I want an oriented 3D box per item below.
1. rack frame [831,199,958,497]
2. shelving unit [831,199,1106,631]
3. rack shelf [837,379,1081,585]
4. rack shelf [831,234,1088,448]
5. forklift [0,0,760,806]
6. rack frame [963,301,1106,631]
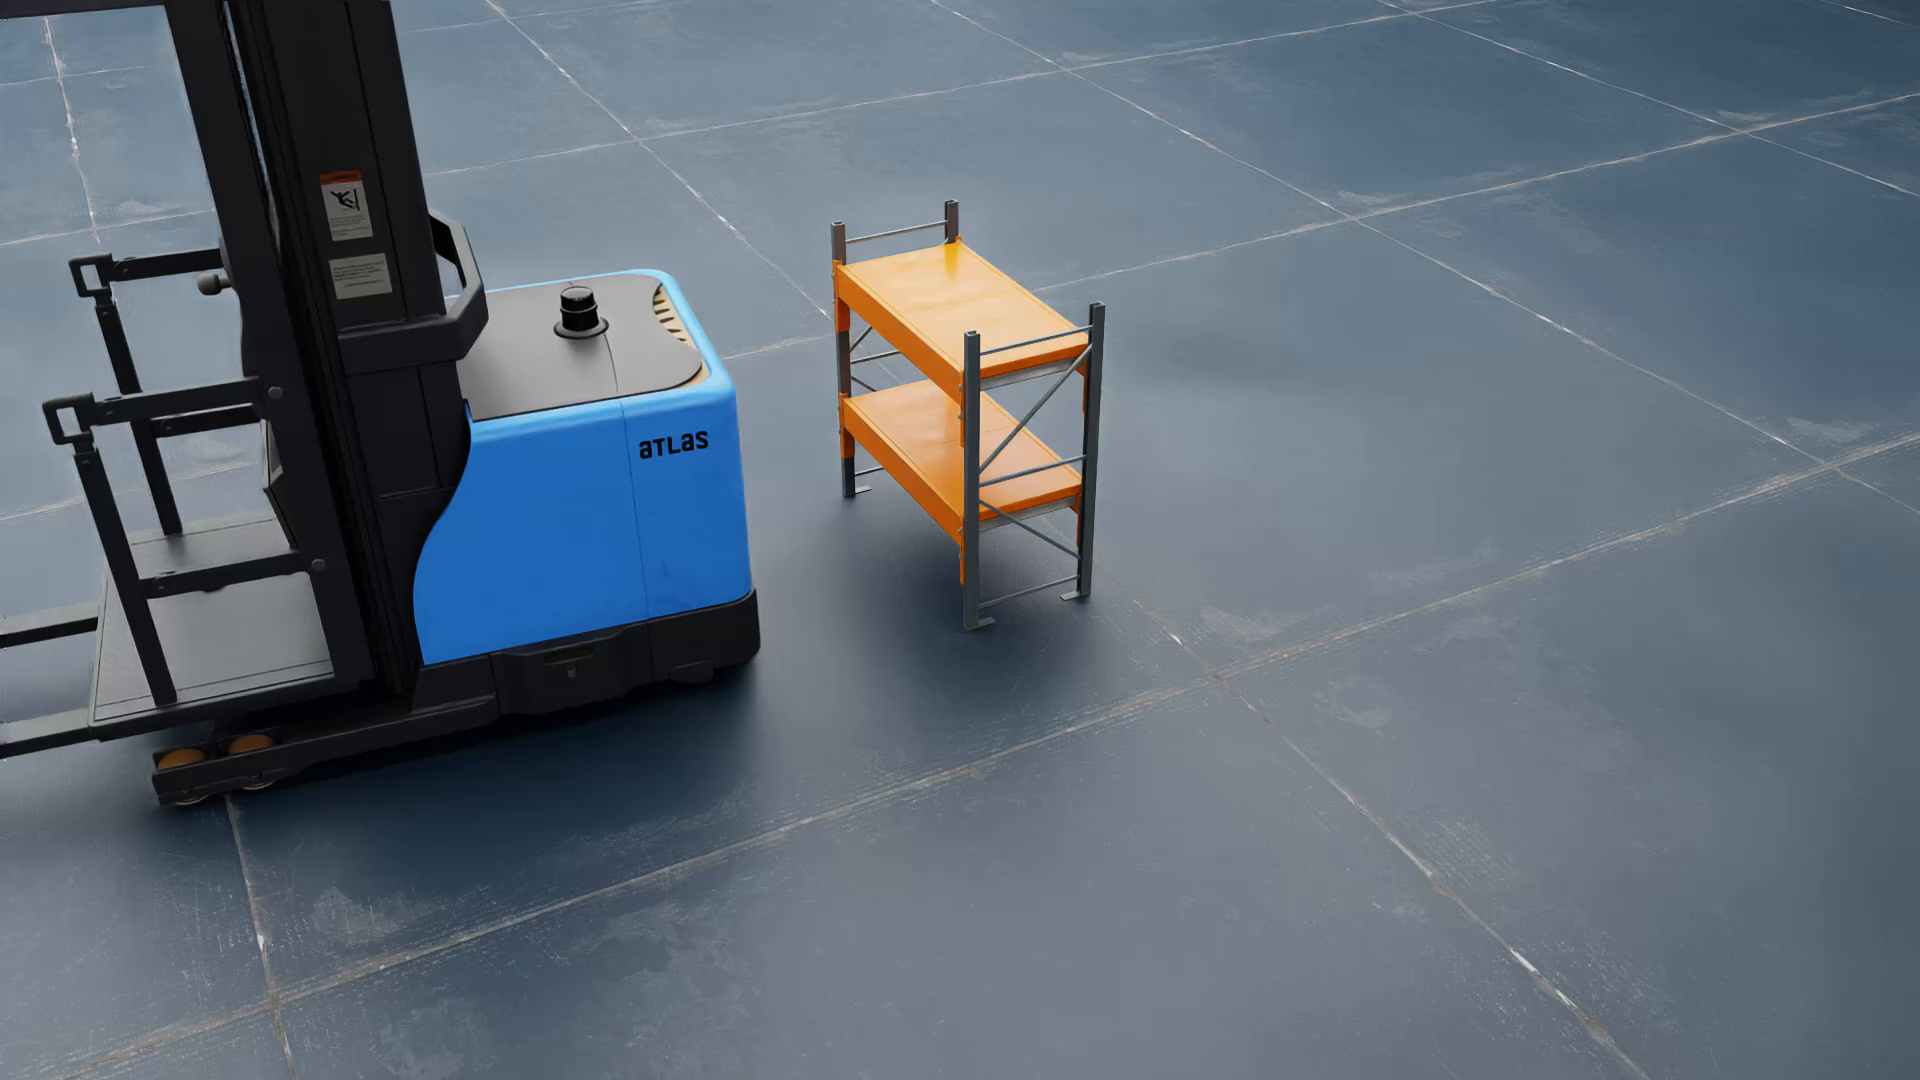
[{"bbox_3d":[-0.234,-0.713,6.320,0.500,1.125,0.032,-16,36,-23],"label":"rack frame"},{"bbox_3d":[0.003,-0.470,5.942,0.538,1.125,1.048,-16,36,-23],"label":"shelving unit"},{"bbox_3d":[0.003,-0.265,6.073,0.538,0.278,1.000,-16,36,-23],"label":"rack shelf"},{"bbox_3d":[0.003,-0.717,5.784,0.538,0.278,1.000,-16,36,-23],"label":"rack shelf"},{"bbox_3d":[-2.239,-0.760,4.720,3.031,2.935,1.130,-12,34,-17],"label":"forklift"},{"bbox_3d":[0.240,-0.228,5.563,0.500,1.125,0.032,-16,36,-23],"label":"rack frame"}]
